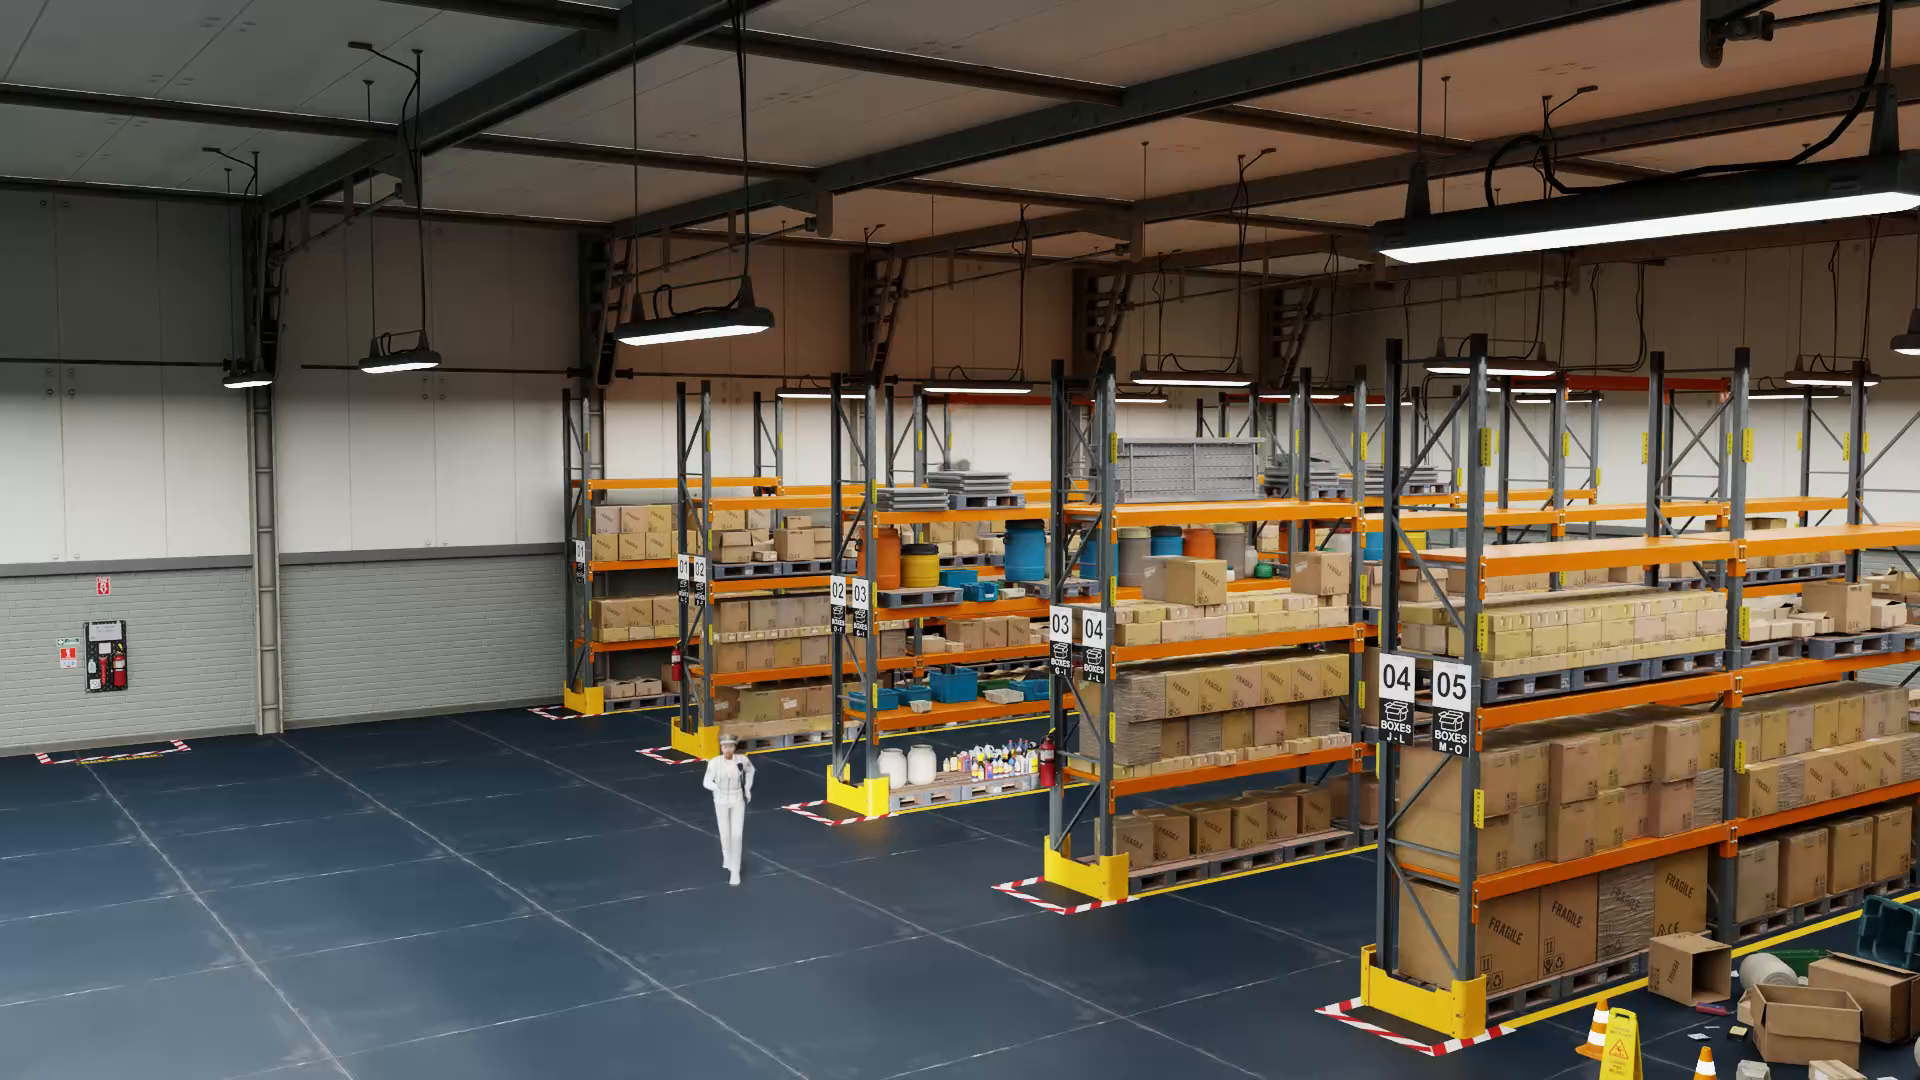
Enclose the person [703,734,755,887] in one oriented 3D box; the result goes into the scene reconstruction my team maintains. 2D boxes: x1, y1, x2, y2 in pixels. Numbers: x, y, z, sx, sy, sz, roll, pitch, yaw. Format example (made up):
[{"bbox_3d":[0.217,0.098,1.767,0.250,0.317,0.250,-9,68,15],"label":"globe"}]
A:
[{"bbox_3d":[-2.682,3.077,19.323,0.564,1.724,0.855,0,4,-1],"label":"person"}]
